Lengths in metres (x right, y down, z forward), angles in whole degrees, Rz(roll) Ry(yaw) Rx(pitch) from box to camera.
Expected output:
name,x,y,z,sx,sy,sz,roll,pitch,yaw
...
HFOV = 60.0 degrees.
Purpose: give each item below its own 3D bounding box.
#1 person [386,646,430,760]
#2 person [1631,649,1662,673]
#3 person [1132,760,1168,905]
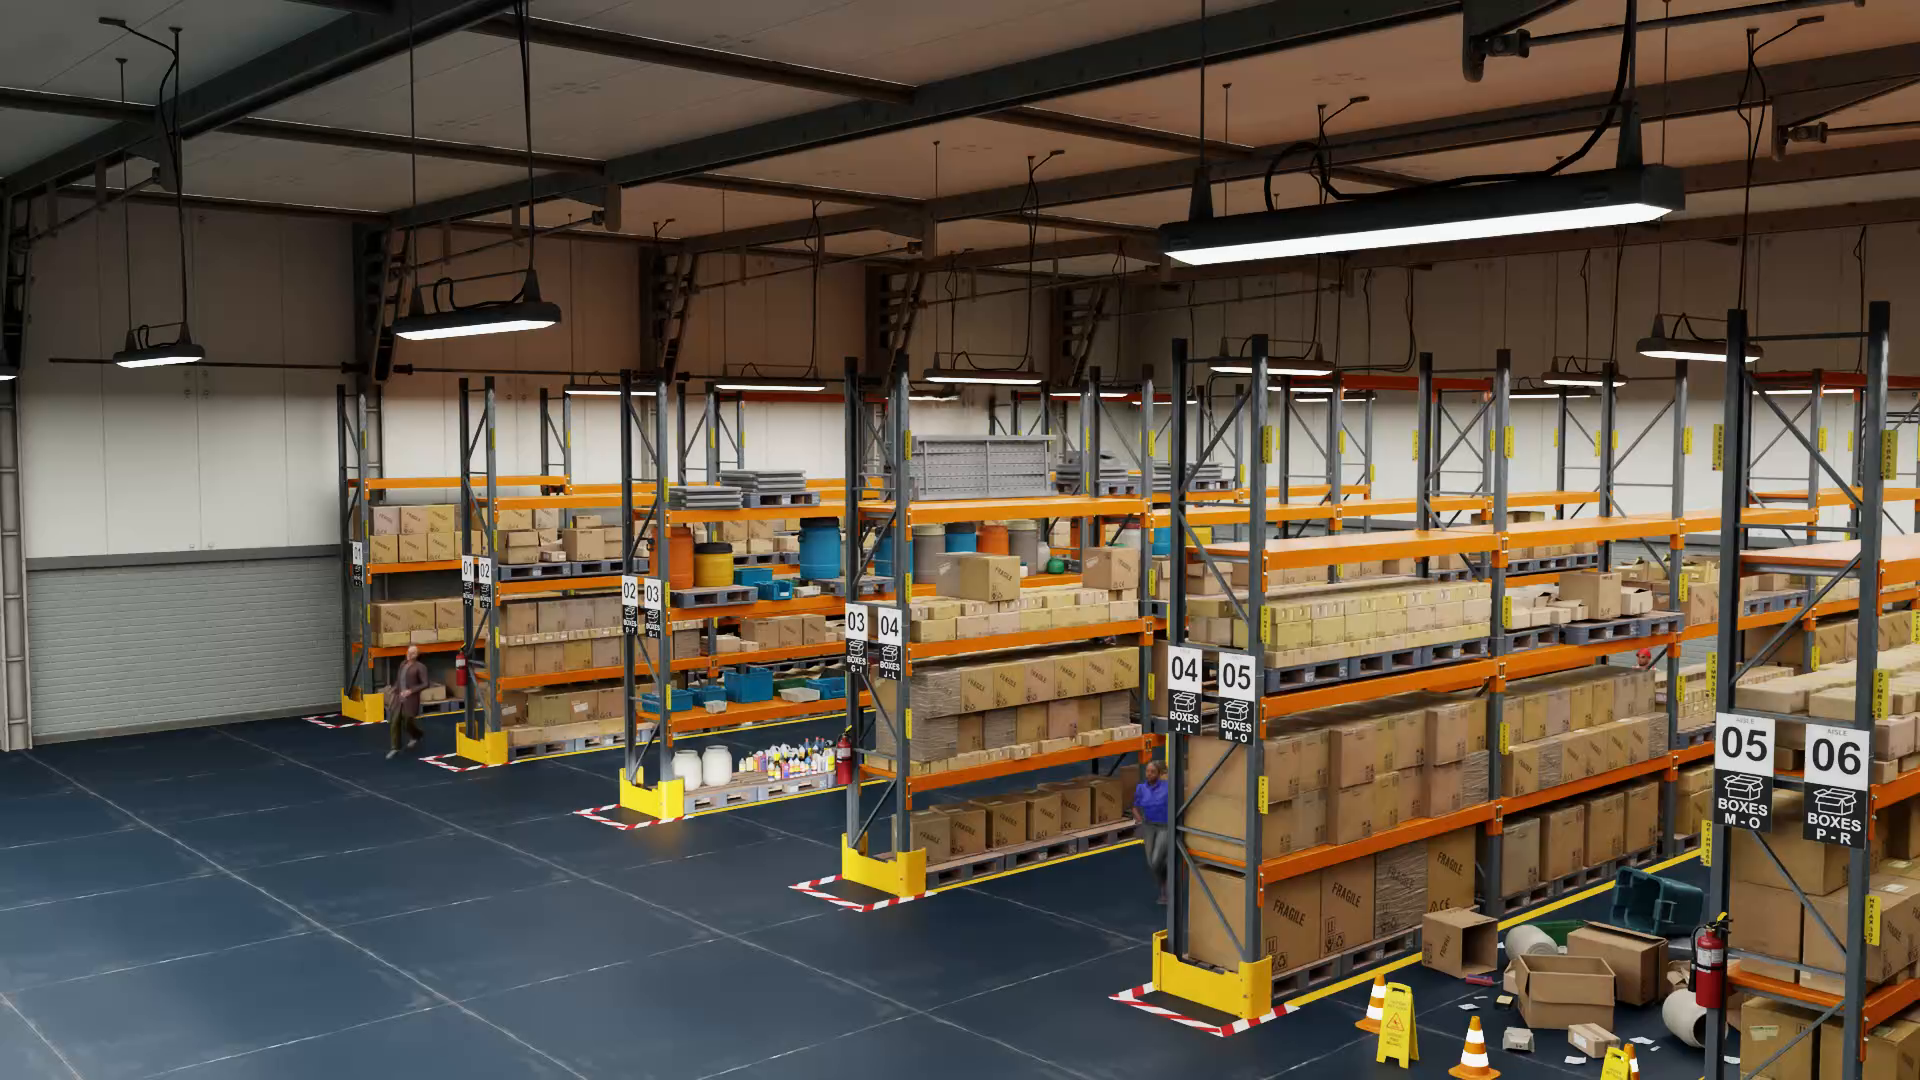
name,x,y,z,sx,sy,sz,roll,pitch,yaw
person,-8.737,2.560,26.481,0.734,1.773,0.884,1,4,18
person,10.706,2.579,26.056,0.670,1.757,0.927,3,5,42
person,2.148,3.186,17.984,0.615,1.591,0.677,2,4,30
